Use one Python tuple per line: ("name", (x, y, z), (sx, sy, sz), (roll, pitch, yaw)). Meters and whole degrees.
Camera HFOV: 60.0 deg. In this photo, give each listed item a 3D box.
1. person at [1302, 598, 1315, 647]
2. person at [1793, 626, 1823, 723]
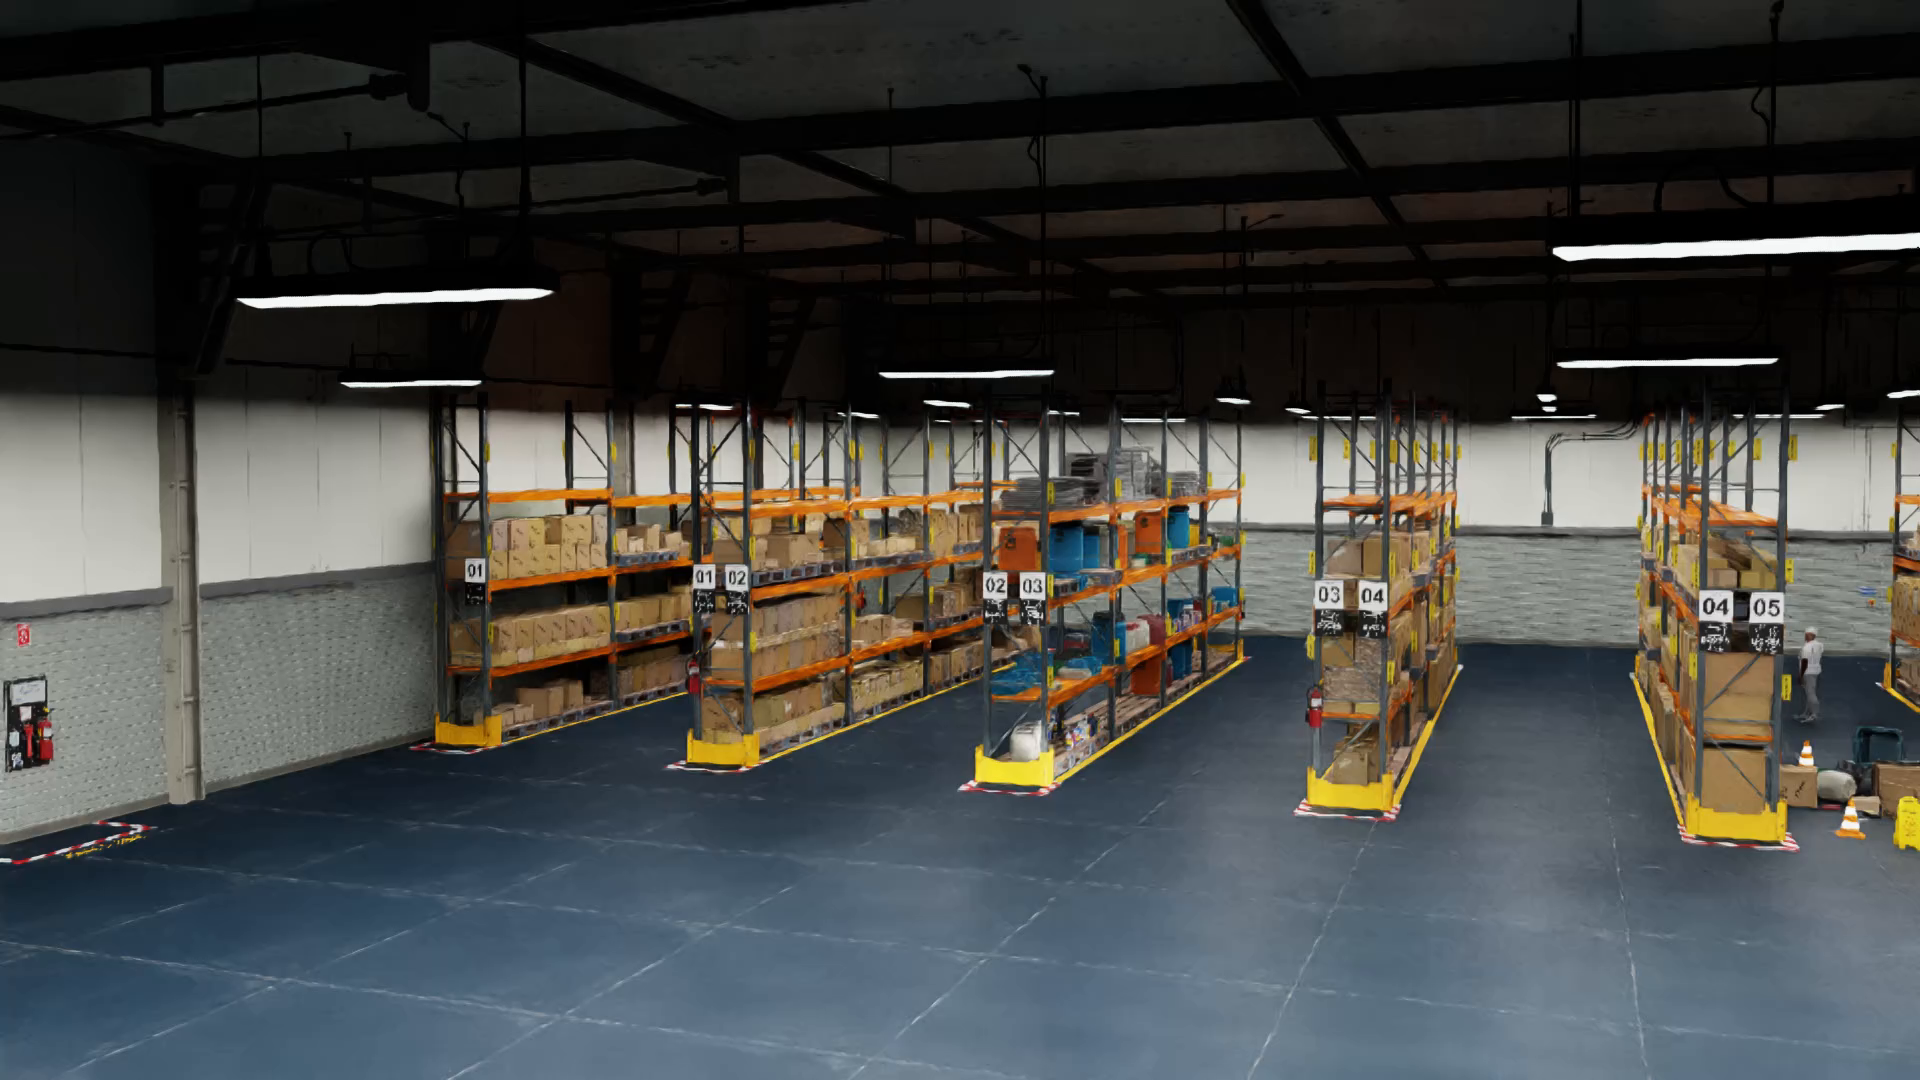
("person", (9.049, 1.941, 42.041), (0.694, 1.656, 0.539), (-1, 3, -22))
("person", (15.682, 2.471, 30.730), (0.661, 1.762, 0.559), (-3, 4, -41))
